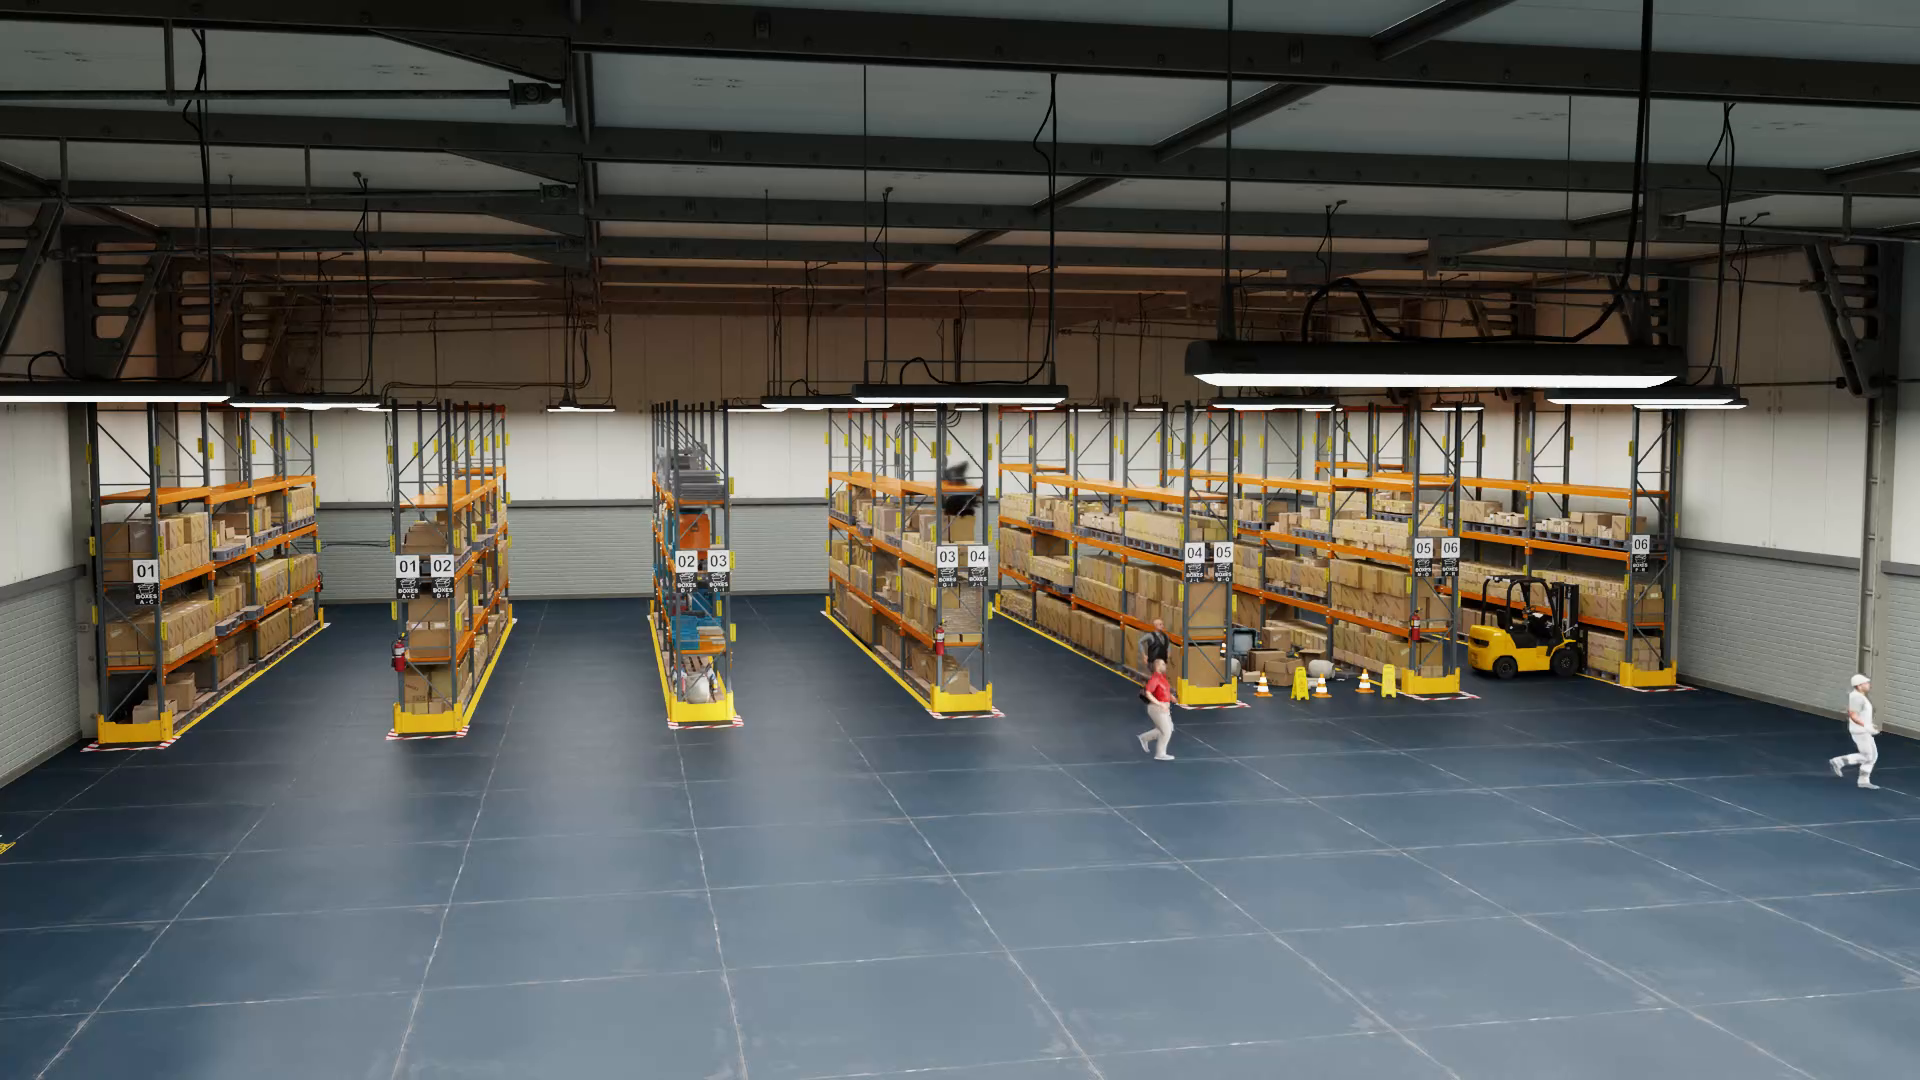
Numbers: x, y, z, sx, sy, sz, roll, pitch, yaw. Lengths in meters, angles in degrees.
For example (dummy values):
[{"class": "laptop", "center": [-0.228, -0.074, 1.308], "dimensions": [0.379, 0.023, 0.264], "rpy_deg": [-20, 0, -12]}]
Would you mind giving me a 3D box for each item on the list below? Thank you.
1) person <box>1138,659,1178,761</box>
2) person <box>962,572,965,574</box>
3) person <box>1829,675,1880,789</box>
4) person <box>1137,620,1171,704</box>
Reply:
[{"class": "person", "center": [3.259, 2.803, 27.563], "dimensions": [0.664, 1.682, 0.656], "rpy_deg": [2, 5, 20]}, {"class": "person", "center": [-0.127, 1.252, 48.487], "dimensions": [0.623, 1.530, 0.915], "rpy_deg": [1, 4, 16]}, {"class": "person", "center": [13.755, 2.932, 25.515], "dimensions": [0.704, 1.749, 0.656], "rpy_deg": [2, 5, 29]}, {"class": "person", "center": [3.828, 2.521, 32.416], "dimensions": [0.664, 1.559, 0.895], "rpy_deg": [-4, 6, -40]}]
